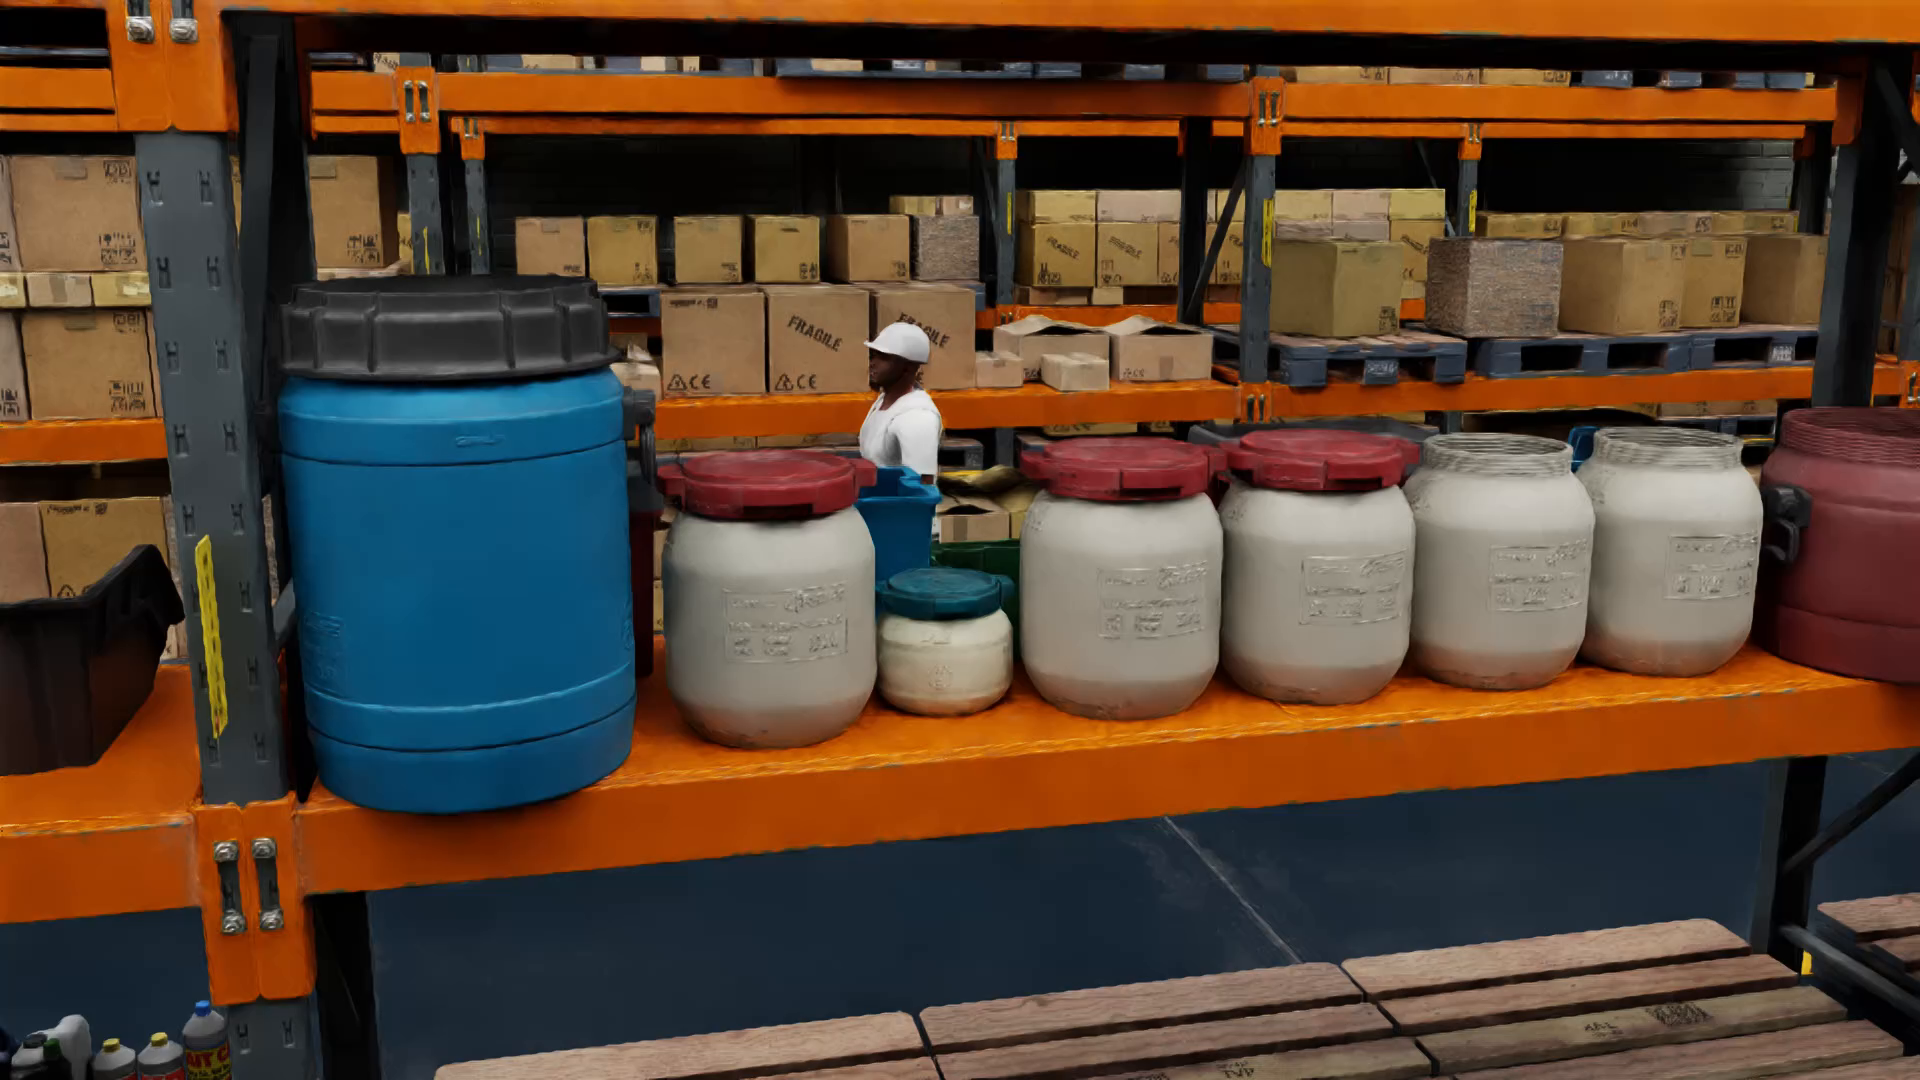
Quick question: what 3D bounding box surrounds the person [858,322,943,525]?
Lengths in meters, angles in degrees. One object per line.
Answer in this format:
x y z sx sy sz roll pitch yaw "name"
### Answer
-0.375 -0.044 7.074 0.578 1.766 0.665 -4 13 -15 "person"
